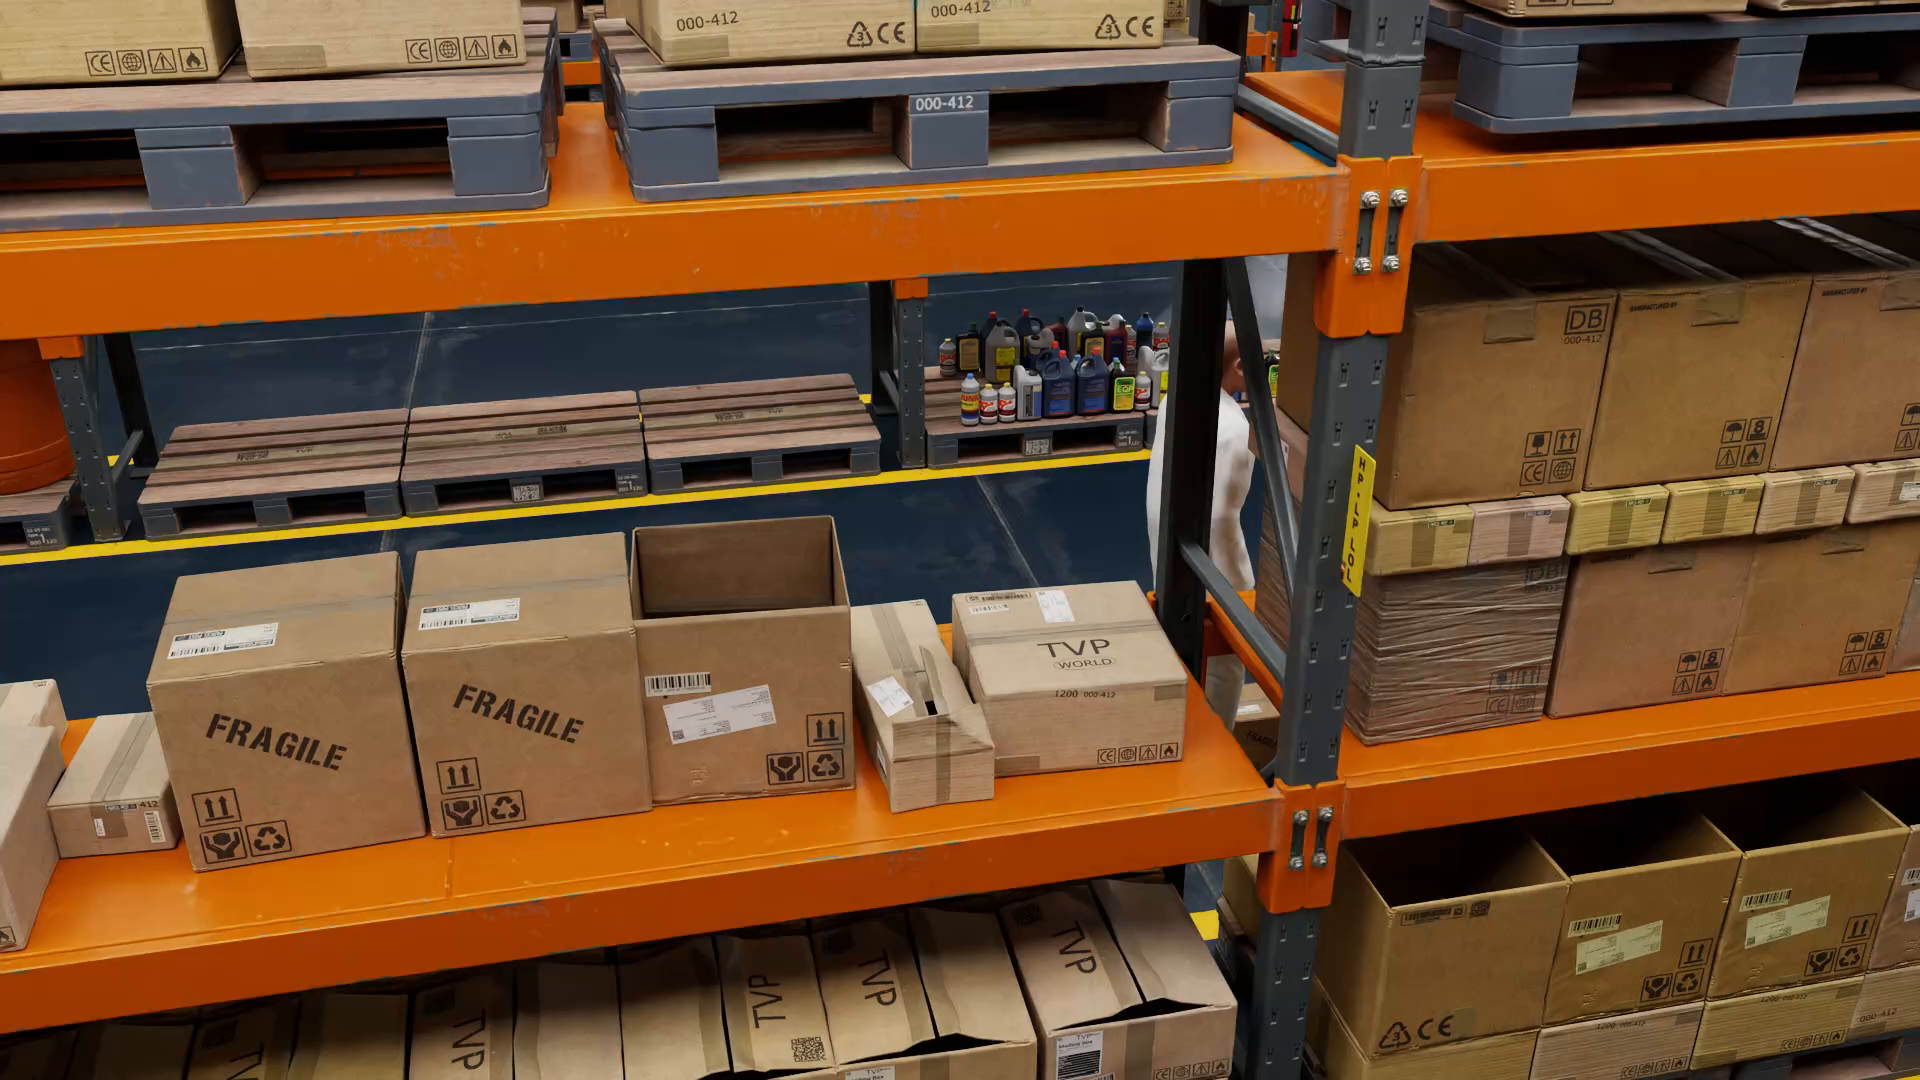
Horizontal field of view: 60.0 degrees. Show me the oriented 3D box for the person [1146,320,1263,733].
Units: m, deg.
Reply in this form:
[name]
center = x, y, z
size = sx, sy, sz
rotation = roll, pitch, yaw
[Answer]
[person]
center = 0.888, 0.070, 5.994
size = 0.428, 1.772, 0.642
rotation = -7, 27, -13
